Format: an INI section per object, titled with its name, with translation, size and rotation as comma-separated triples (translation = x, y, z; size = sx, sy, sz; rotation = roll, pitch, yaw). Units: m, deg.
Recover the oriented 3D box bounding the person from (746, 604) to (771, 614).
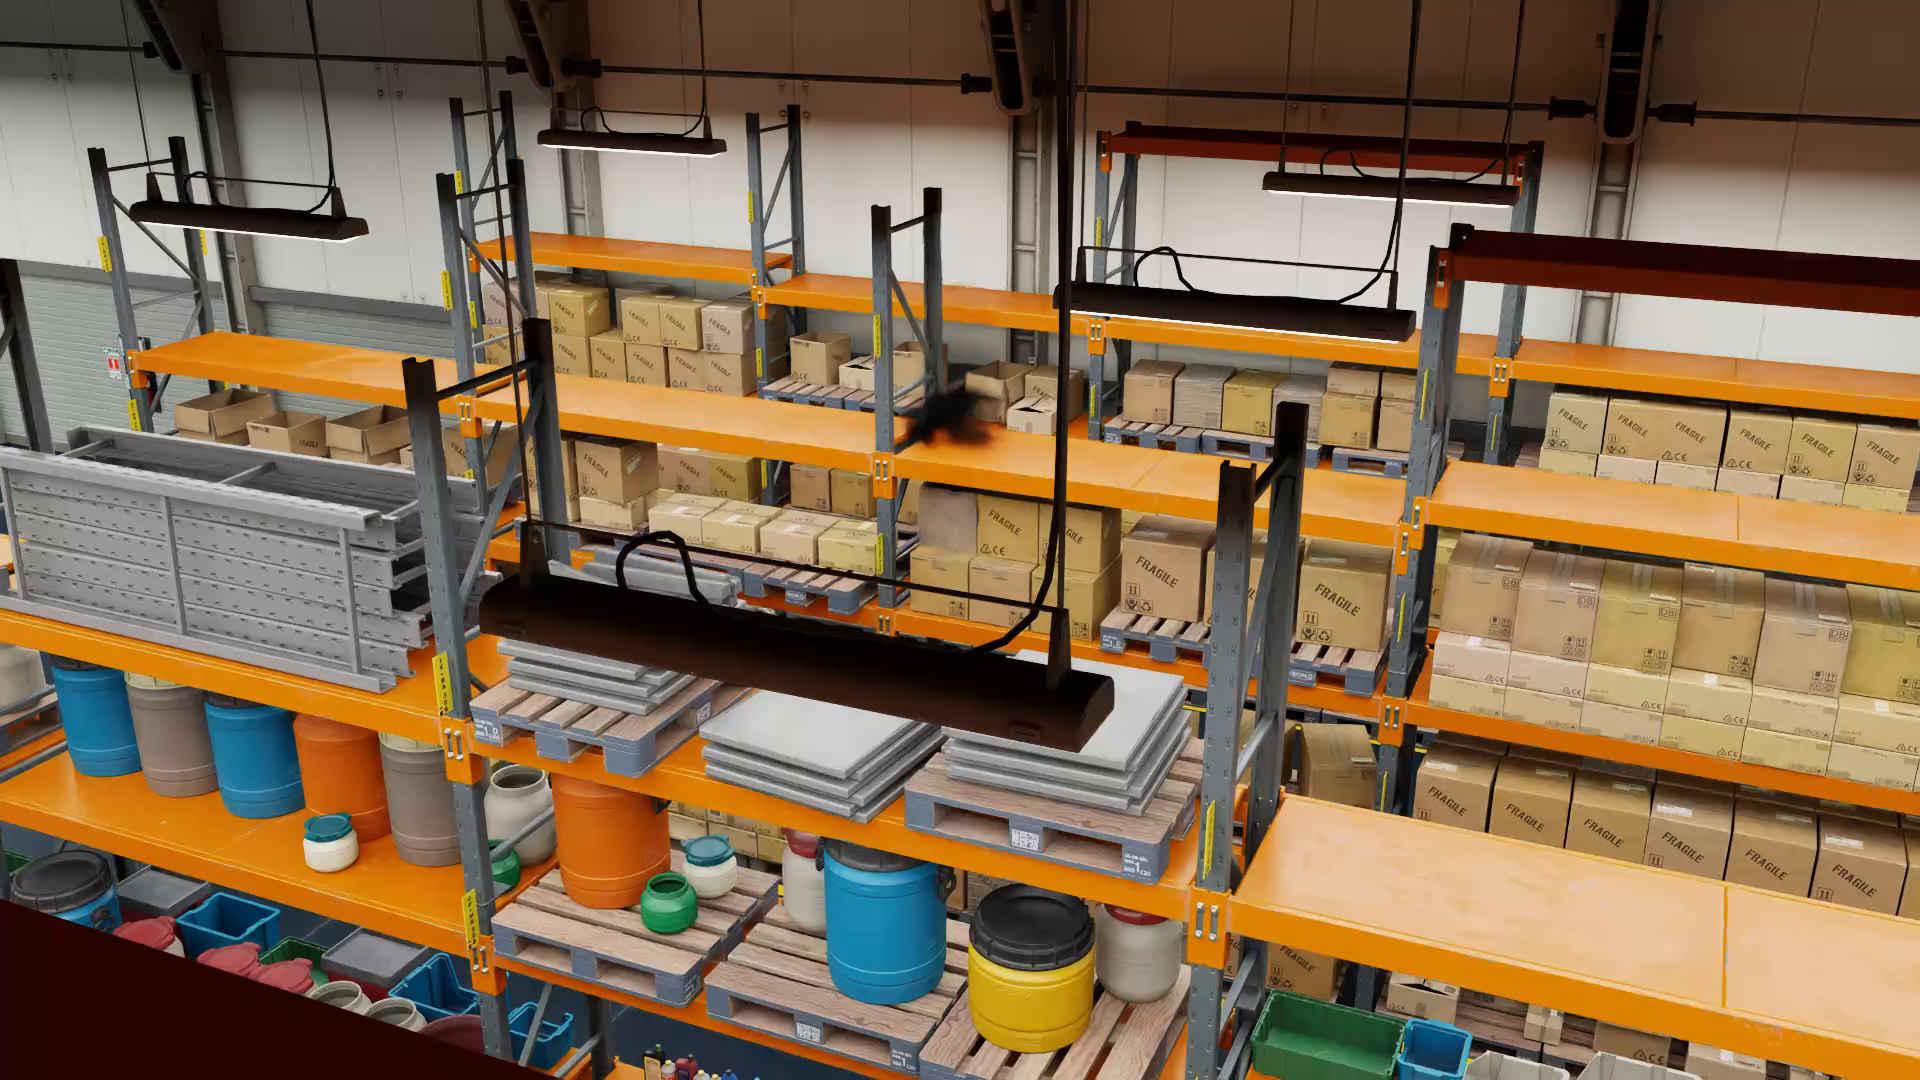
[person]
translation = -2.200, 1.159, 16.868
size = 0.708, 1.642, 0.505
rotation = 5, 21, 12
